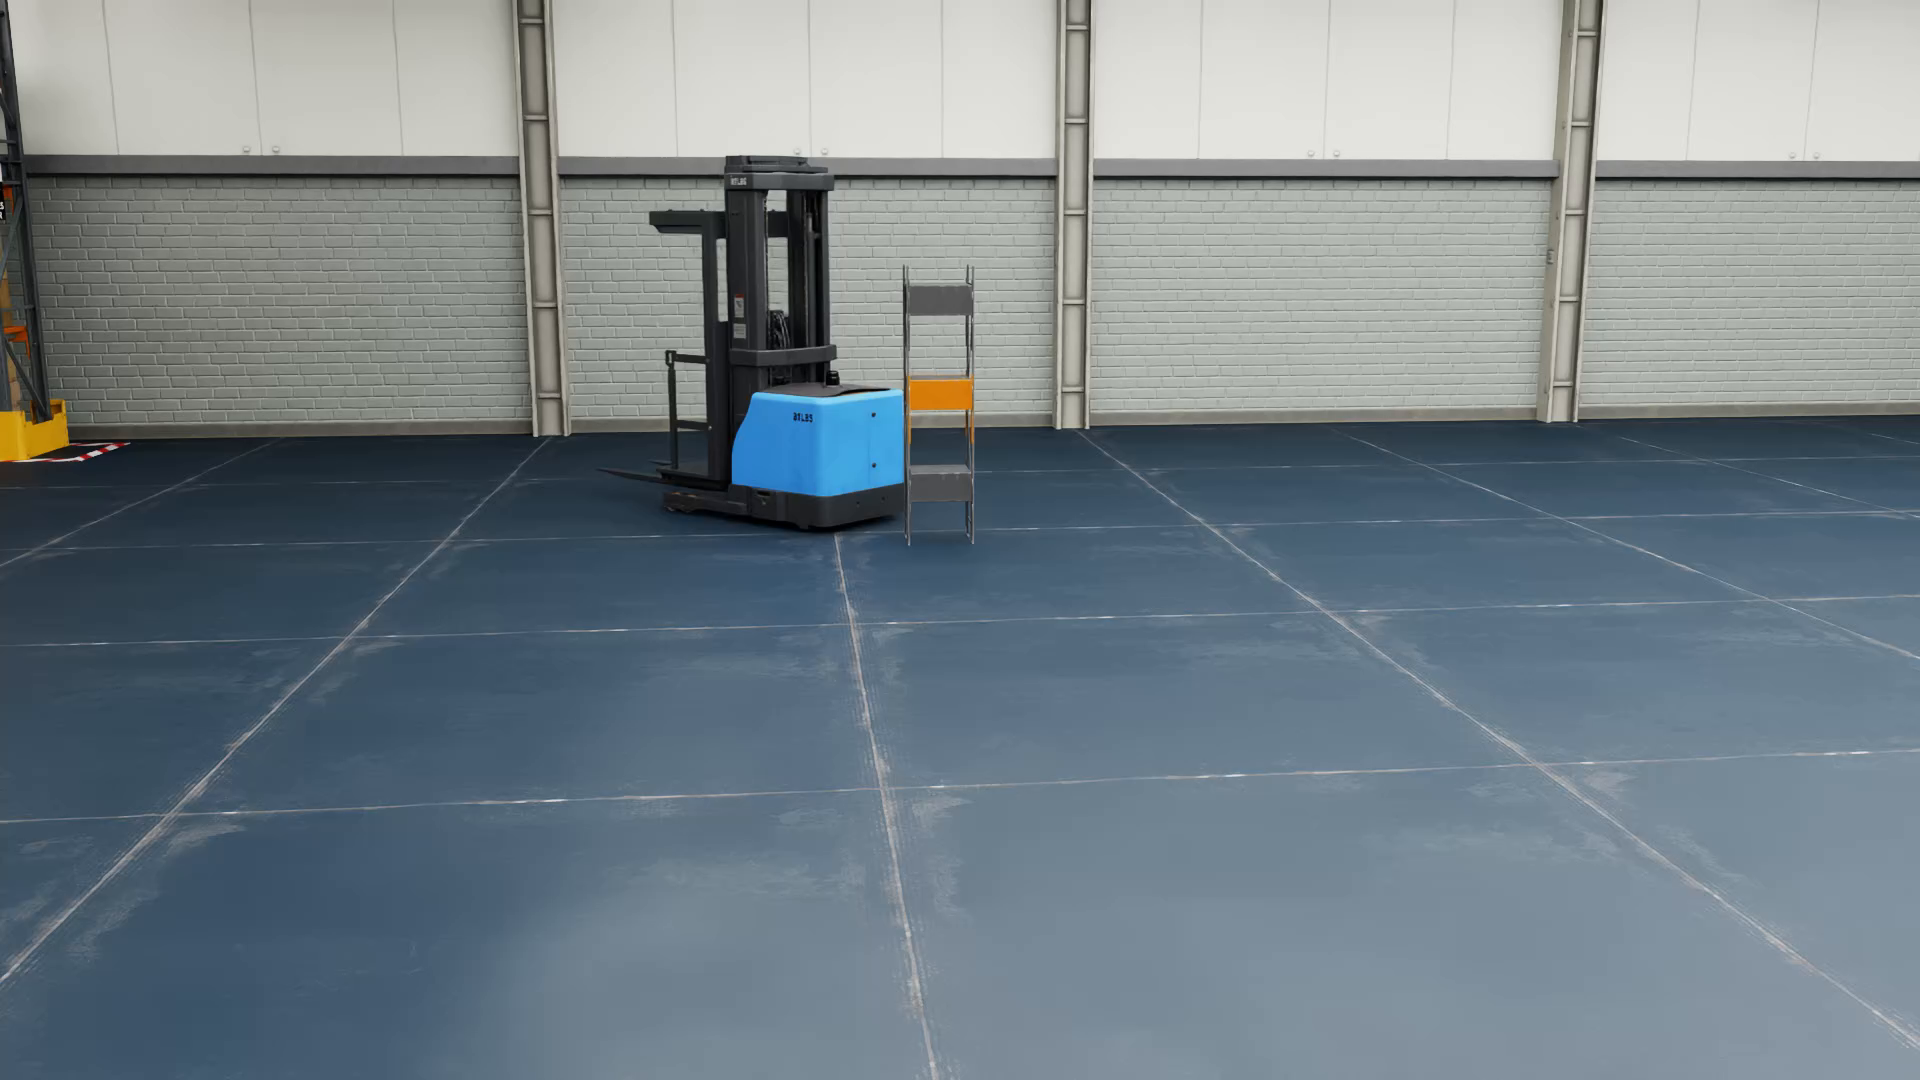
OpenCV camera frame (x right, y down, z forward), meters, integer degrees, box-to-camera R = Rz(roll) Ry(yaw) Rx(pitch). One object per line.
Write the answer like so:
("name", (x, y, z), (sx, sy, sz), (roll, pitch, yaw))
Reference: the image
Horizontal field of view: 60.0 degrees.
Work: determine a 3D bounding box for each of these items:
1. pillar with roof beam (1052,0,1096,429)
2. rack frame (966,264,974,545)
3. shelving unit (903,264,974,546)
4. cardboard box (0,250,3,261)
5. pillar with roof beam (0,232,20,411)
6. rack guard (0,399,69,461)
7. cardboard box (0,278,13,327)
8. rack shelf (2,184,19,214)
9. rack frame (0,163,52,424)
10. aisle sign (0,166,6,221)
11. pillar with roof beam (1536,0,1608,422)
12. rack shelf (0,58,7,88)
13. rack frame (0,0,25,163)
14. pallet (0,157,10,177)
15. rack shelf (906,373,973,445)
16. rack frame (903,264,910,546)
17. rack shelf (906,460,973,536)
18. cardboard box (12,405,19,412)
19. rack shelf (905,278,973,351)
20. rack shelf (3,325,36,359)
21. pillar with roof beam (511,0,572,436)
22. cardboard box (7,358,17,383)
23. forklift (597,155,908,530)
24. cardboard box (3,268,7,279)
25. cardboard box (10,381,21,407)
("pillar with roof beam", (1.773, -4.921, 14.571), (0.400, 9.000, 9.100), (-1, 11, -6))
("rack frame", (0.078, -1.032, 12.674), (0.015, 2.100, 0.400), (-1, 11, -6))
("shelving unit", (-0.165, -1.027, 12.648), (0.503, 2.100, 0.431), (-1, 11, -6))
("cardboard box", (-10.190, -2.942, 17.344), (0.250, 0.149, 0.380), (-1, 11, -7))
("pillar with roof beam", (-10.157, -4.671, 13.299), (0.400, 9.000, 9.100), (-1, 11, -6))
("rack guard", (-9.809, -1.168, 17.516), (0.348, 0.500, 1.175), (-1, 11, -6))
("cardboard box", (-10.355, -2.486, 17.481), (0.500, 0.500, 0.500), (-1, 11, -4))
("rack shelf", (-11.821, -3.472, 16.840), (4.000, 0.370, 1.077), (-1, 11, -6))
("rack frame", (-9.833, -2.394, 17.272), (0.127, 3.000, 1.000), (-1, 11, -6))
("aisle sign", (-9.736, -3.615, 16.742), (0.004, 0.787, 0.394), (-1, 11, -6))
("pillar with roof beam", (7.737, -5.046, 15.207), (0.400, 9.000, 9.100), (-1, 11, -6))
("rack shelf", (-11.821, -4.747, 16.589), (4.000, 0.370, 1.077), (-1, 11, -6))
("rack frame", (-9.833, -5.338, 16.693), (0.127, 3.000, 1.000), (-1, 11, -6))
("pallet", (-10.538, -3.813, 16.941), (1.213, 0.211, 1.003), (-1, 11, -6))
("rack shelf", (-0.165, -1.013, 12.651), (0.480, 0.518, 0.431), (-1, 11, -6))
("rack frame", (-0.407, -1.022, 12.622), (0.015, 2.100, 0.400), (-1, 11, -6))
("rack shelf", (-0.165, -0.327, 12.786), (0.480, 0.518, 0.431), (-1, 11, -6))
("cardboard box", (-10.342, -1.279, 17.635), (0.500, 0.250, 0.500), (-1, 11, -6))
("rack shelf", (-0.165, -1.700, 12.516), (0.480, 0.518, 0.431), (-1, 11, -6))
("rack shelf", (-11.821, -2.000, 17.129), (4.000, 0.370, 1.077), (-1, 11, -6))
("pillar with roof beam", (-4.192, -4.796, 13.935), (0.400, 9.000, 9.100), (-1, 11, -6))
("cardboard box", (-10.331, -1.768, 17.534), (0.500, 0.250, 0.500), (-1, 11, -7))
("forklift", (-1.890, -1.725, 14.045), (3.031, 2.935, 1.130), (9, 14, 39))
("cardboard box", (-10.198, -2.805, 17.417), (0.250, 0.149, 0.380), (-1, 11, -8))
("cardboard box", (-10.322, -1.527, 17.601), (0.500, 0.250, 0.500), (-1, 11, -5))
